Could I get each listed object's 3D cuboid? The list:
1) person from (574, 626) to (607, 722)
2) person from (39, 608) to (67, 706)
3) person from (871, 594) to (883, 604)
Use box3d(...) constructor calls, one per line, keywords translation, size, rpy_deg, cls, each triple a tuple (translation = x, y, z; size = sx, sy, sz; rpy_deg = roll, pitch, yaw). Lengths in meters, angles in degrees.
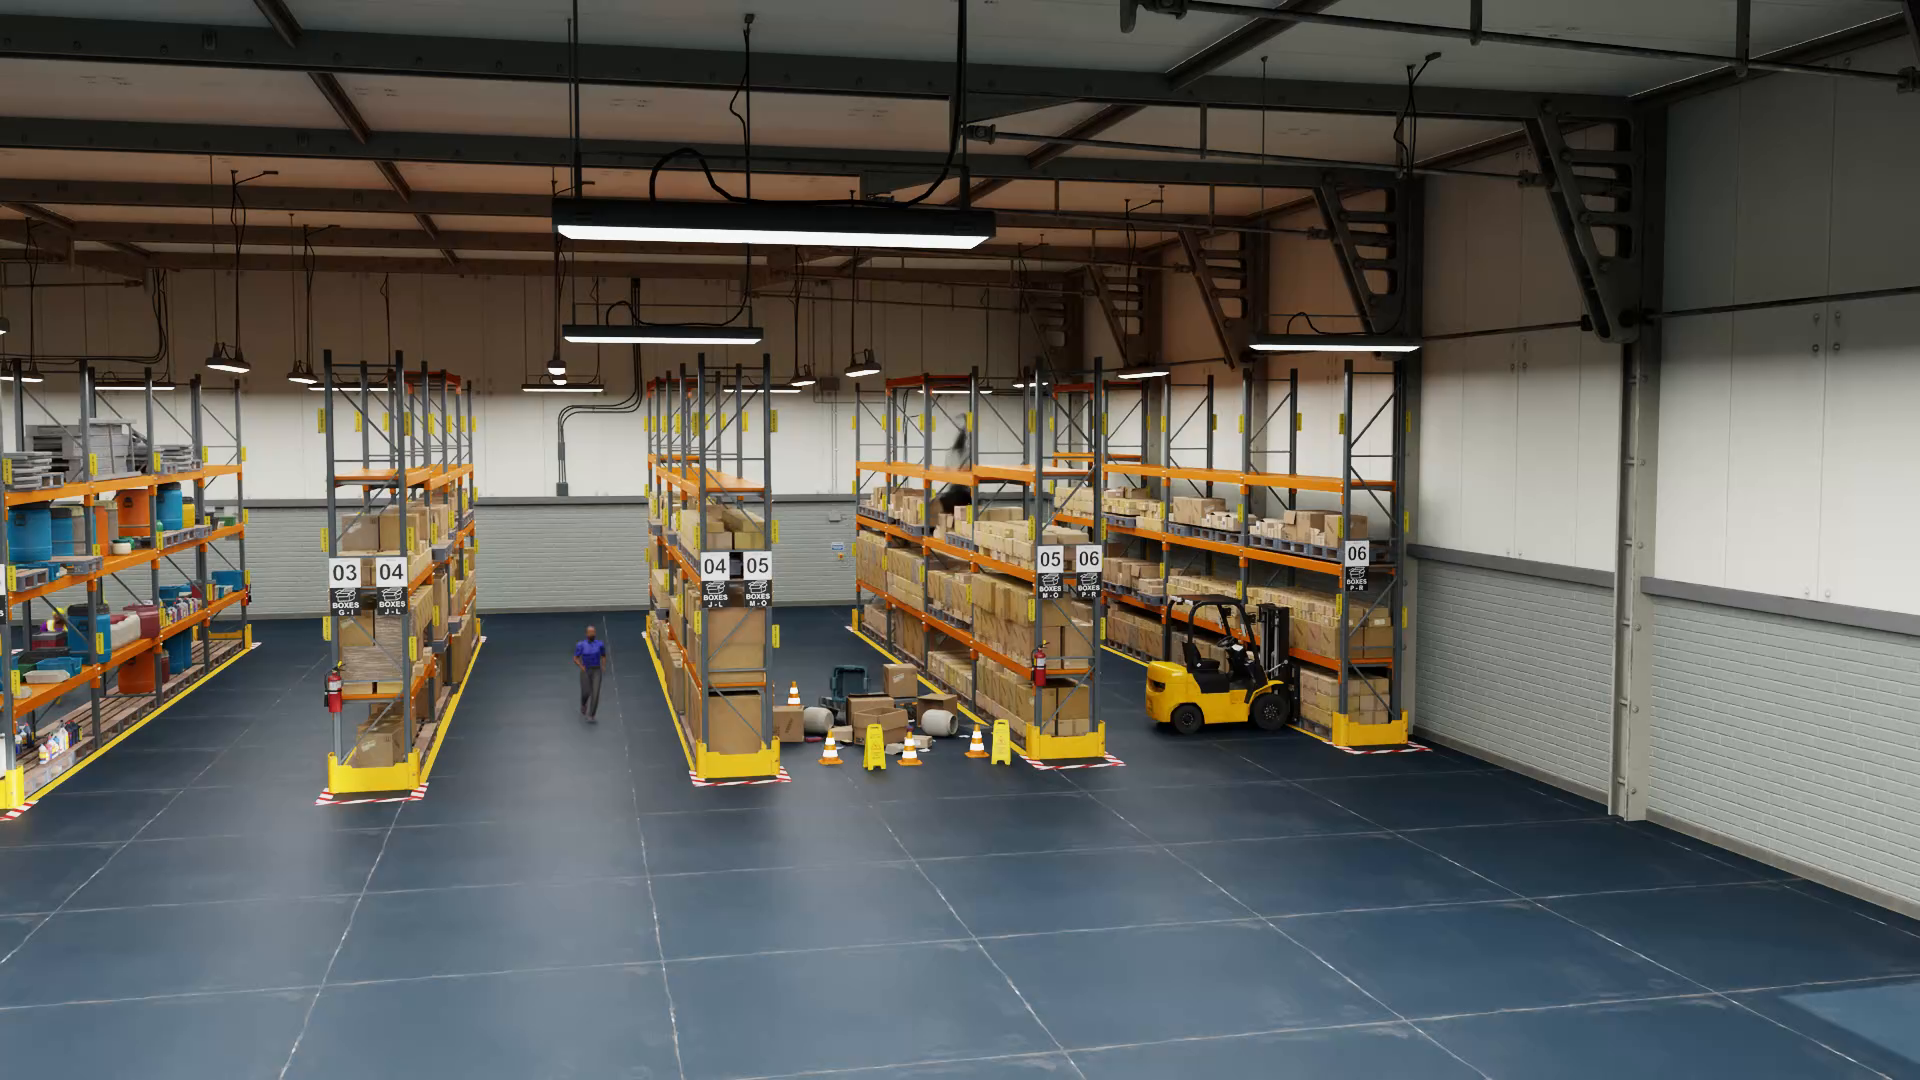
box3d(translation=(-6.228, 2.245, 28.076), size=(0.562, 1.609, 0.589), rpy_deg=(-2, 4, -21), cls="person")
box3d(translation=(-16.242, 2.072, 30.038), size=(0.704, 1.749, 0.951), rpy_deg=(-1, 4, -14), cls="person")
box3d(translation=(-1.959, 1.304, 41.760), size=(0.561, 1.615, 0.605), rpy_deg=(1, 4, 10), cls="person")
